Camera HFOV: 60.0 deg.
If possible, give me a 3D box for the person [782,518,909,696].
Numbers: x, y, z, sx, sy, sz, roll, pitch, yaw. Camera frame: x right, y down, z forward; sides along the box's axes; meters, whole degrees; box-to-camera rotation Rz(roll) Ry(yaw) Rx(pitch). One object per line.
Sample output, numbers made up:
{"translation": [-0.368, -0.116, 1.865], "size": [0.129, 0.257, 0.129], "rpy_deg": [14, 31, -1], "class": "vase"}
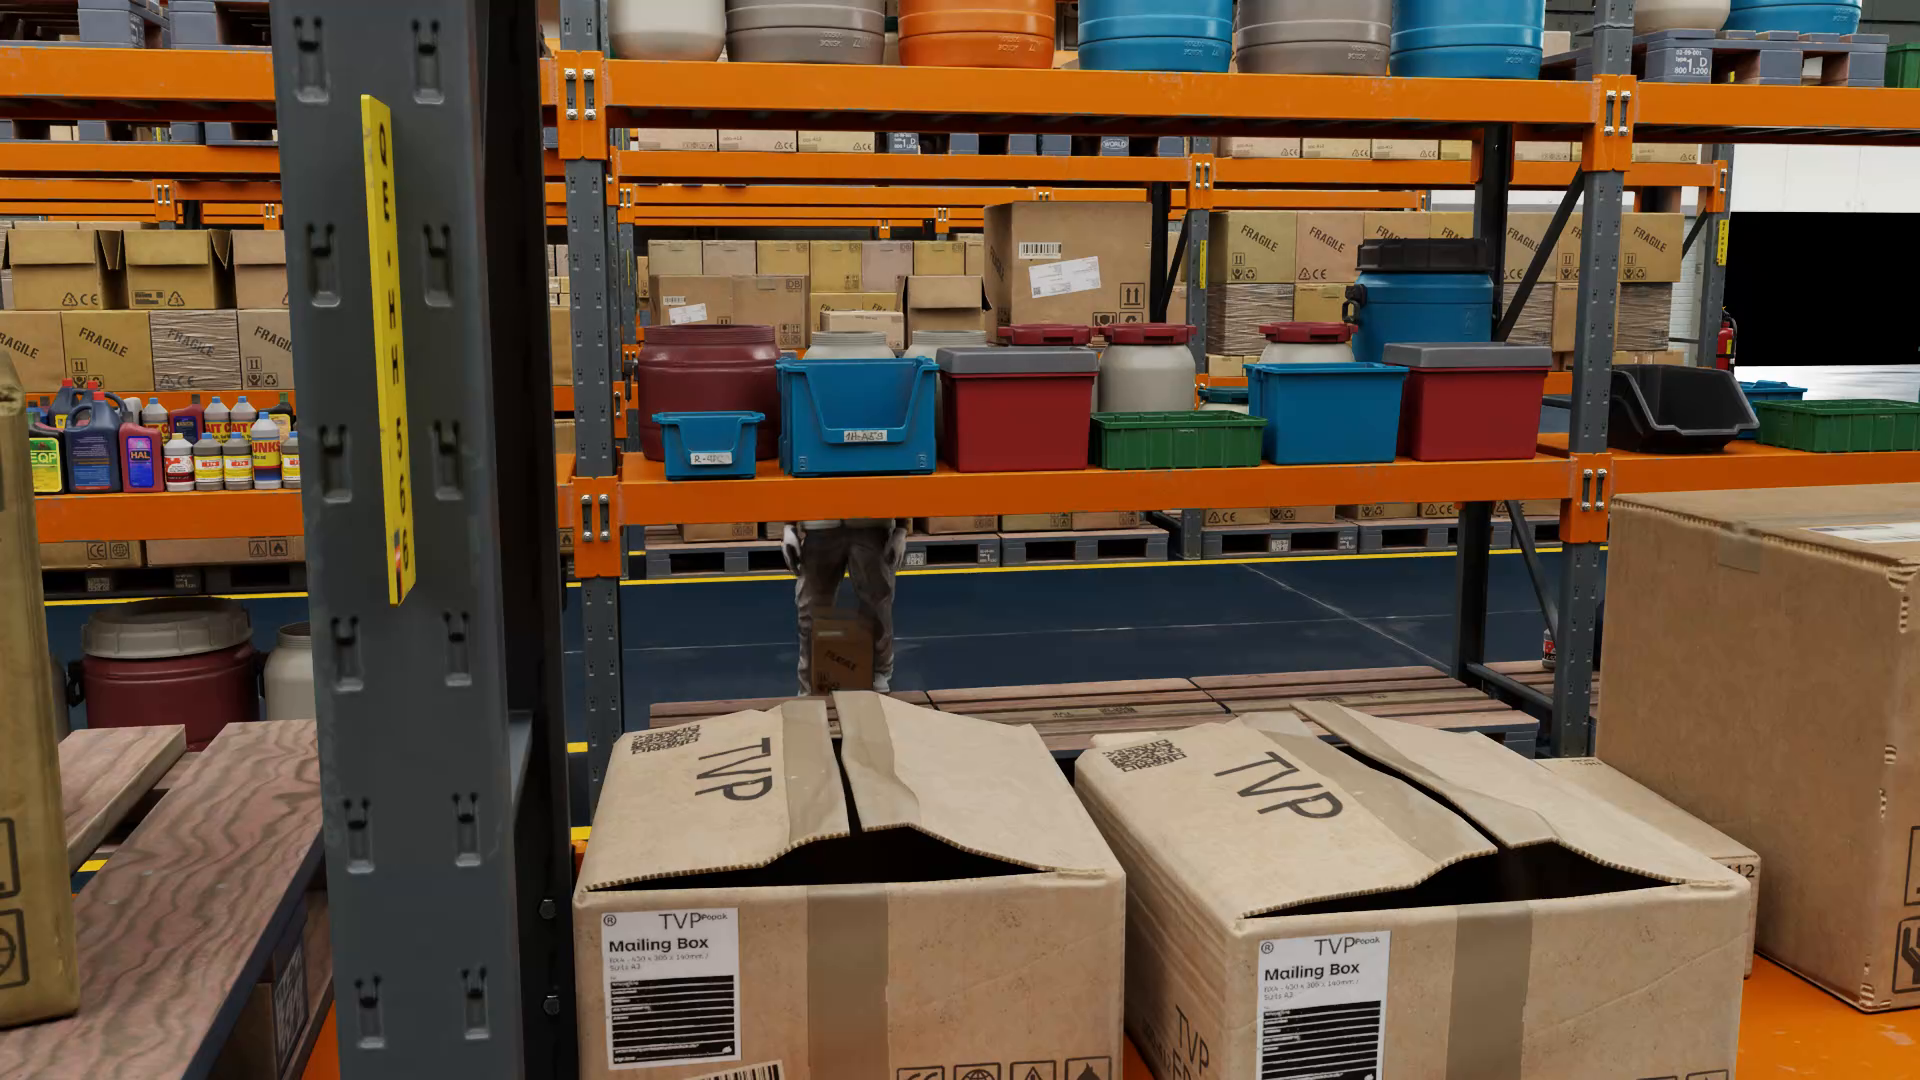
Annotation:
{"translation": [-0.501, 0.006, 7.308], "size": [0.581, 1.777, 0.520], "rpy_deg": [1, 10, 4], "class": "person"}
